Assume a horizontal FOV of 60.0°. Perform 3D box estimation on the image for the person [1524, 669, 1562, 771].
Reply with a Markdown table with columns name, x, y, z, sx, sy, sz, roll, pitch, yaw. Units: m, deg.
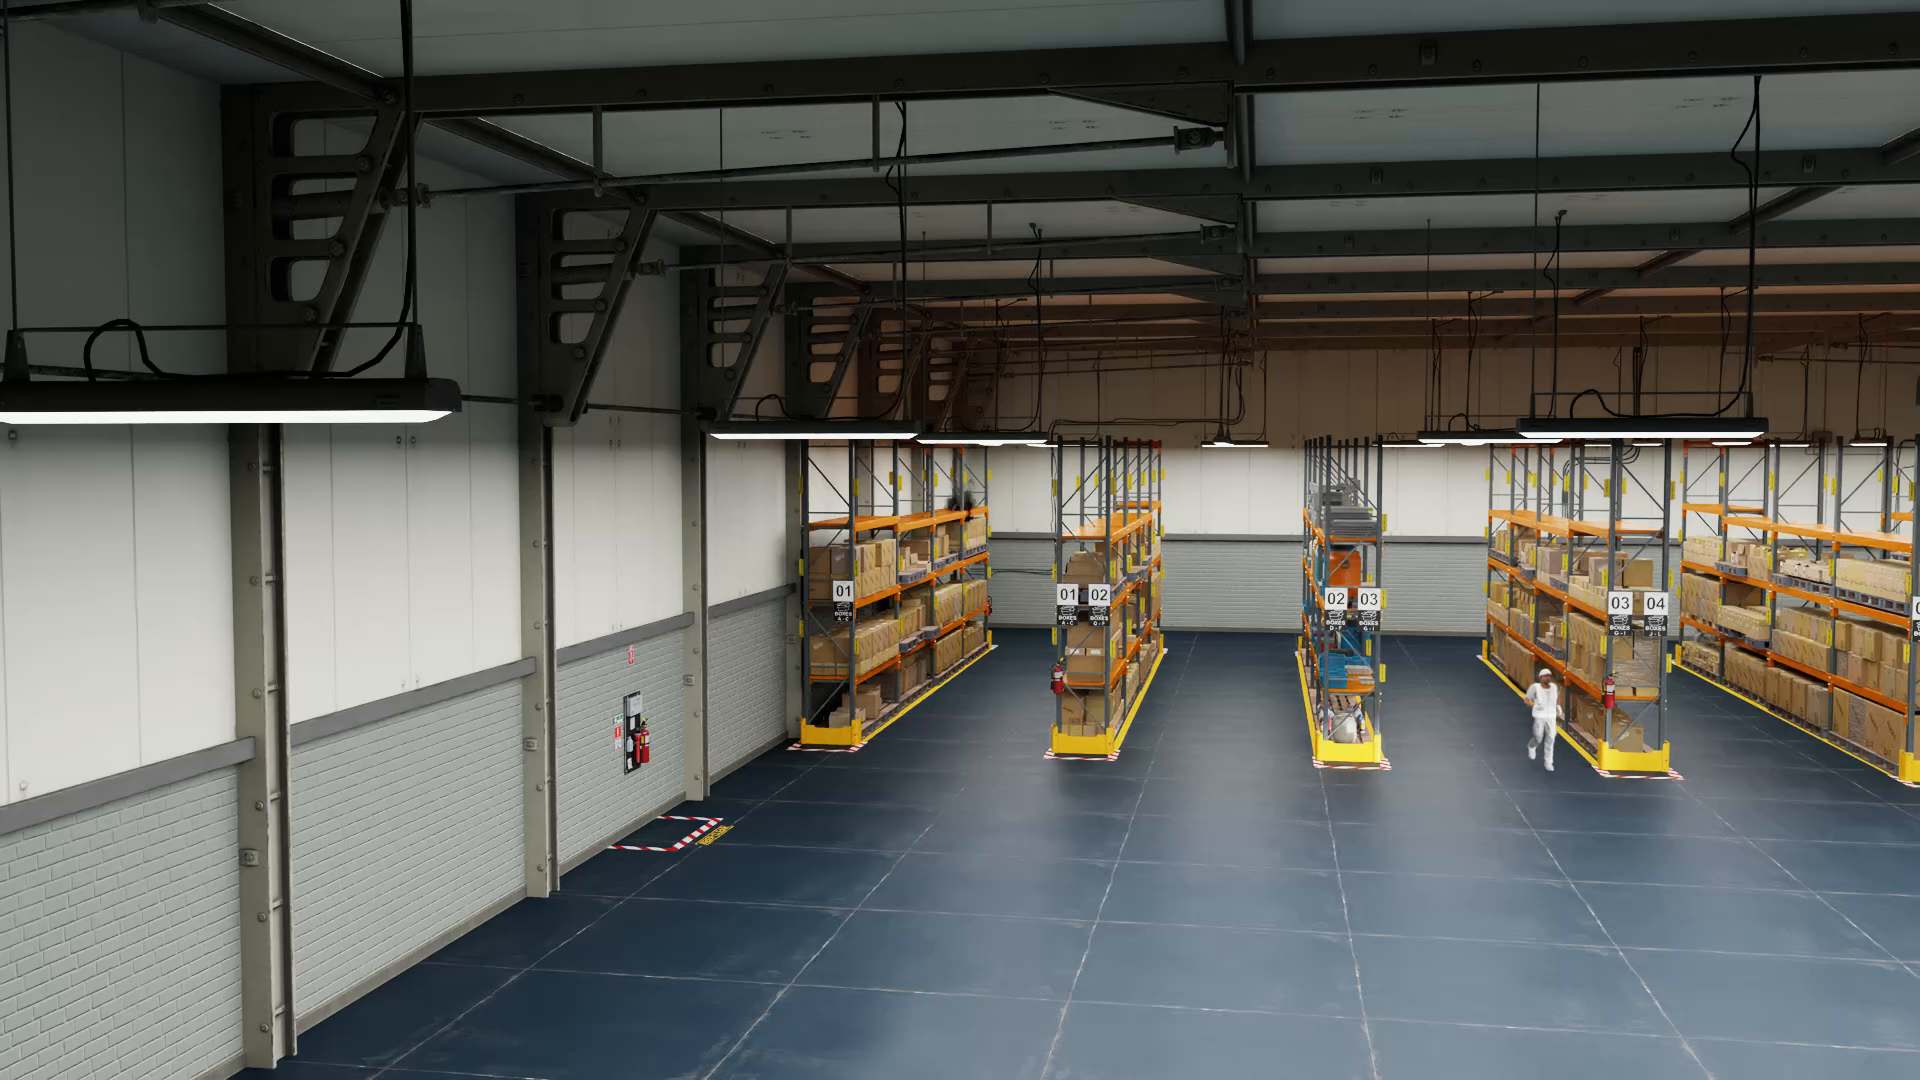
| name | x | y | z | sx | sy | sz | roll | pitch | yaw |
| --- | --- | --- | --- | --- | --- | --- | --- | --- | --- |
| person | 10.540 | 3.207 | 29.968 | 0.727 | 1.775 | 0.933 | 0 | 3 | -3 |

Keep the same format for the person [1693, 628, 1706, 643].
| name | x | y | z | sx | sy | sz | roll | pitch | yaw |
| --- | --- | --- | --- | --- | --- | --- | --- | --- | --- |
| person | 20.338 | 2.480 | 45.564 | 0.752 | 1.602 | 0.573 | 0 | 3 | 1 |

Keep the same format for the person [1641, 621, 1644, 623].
| name | x | y | z | sx | sy | sz | roll | pitch | yaw |
| --- | --- | --- | --- | --- | --- | --- | --- | --- | --- |
| person | 17.597 | 2.631 | 42.339 | 0.684 | 1.619 | 0.825 | 1 | 3 | 17 |
